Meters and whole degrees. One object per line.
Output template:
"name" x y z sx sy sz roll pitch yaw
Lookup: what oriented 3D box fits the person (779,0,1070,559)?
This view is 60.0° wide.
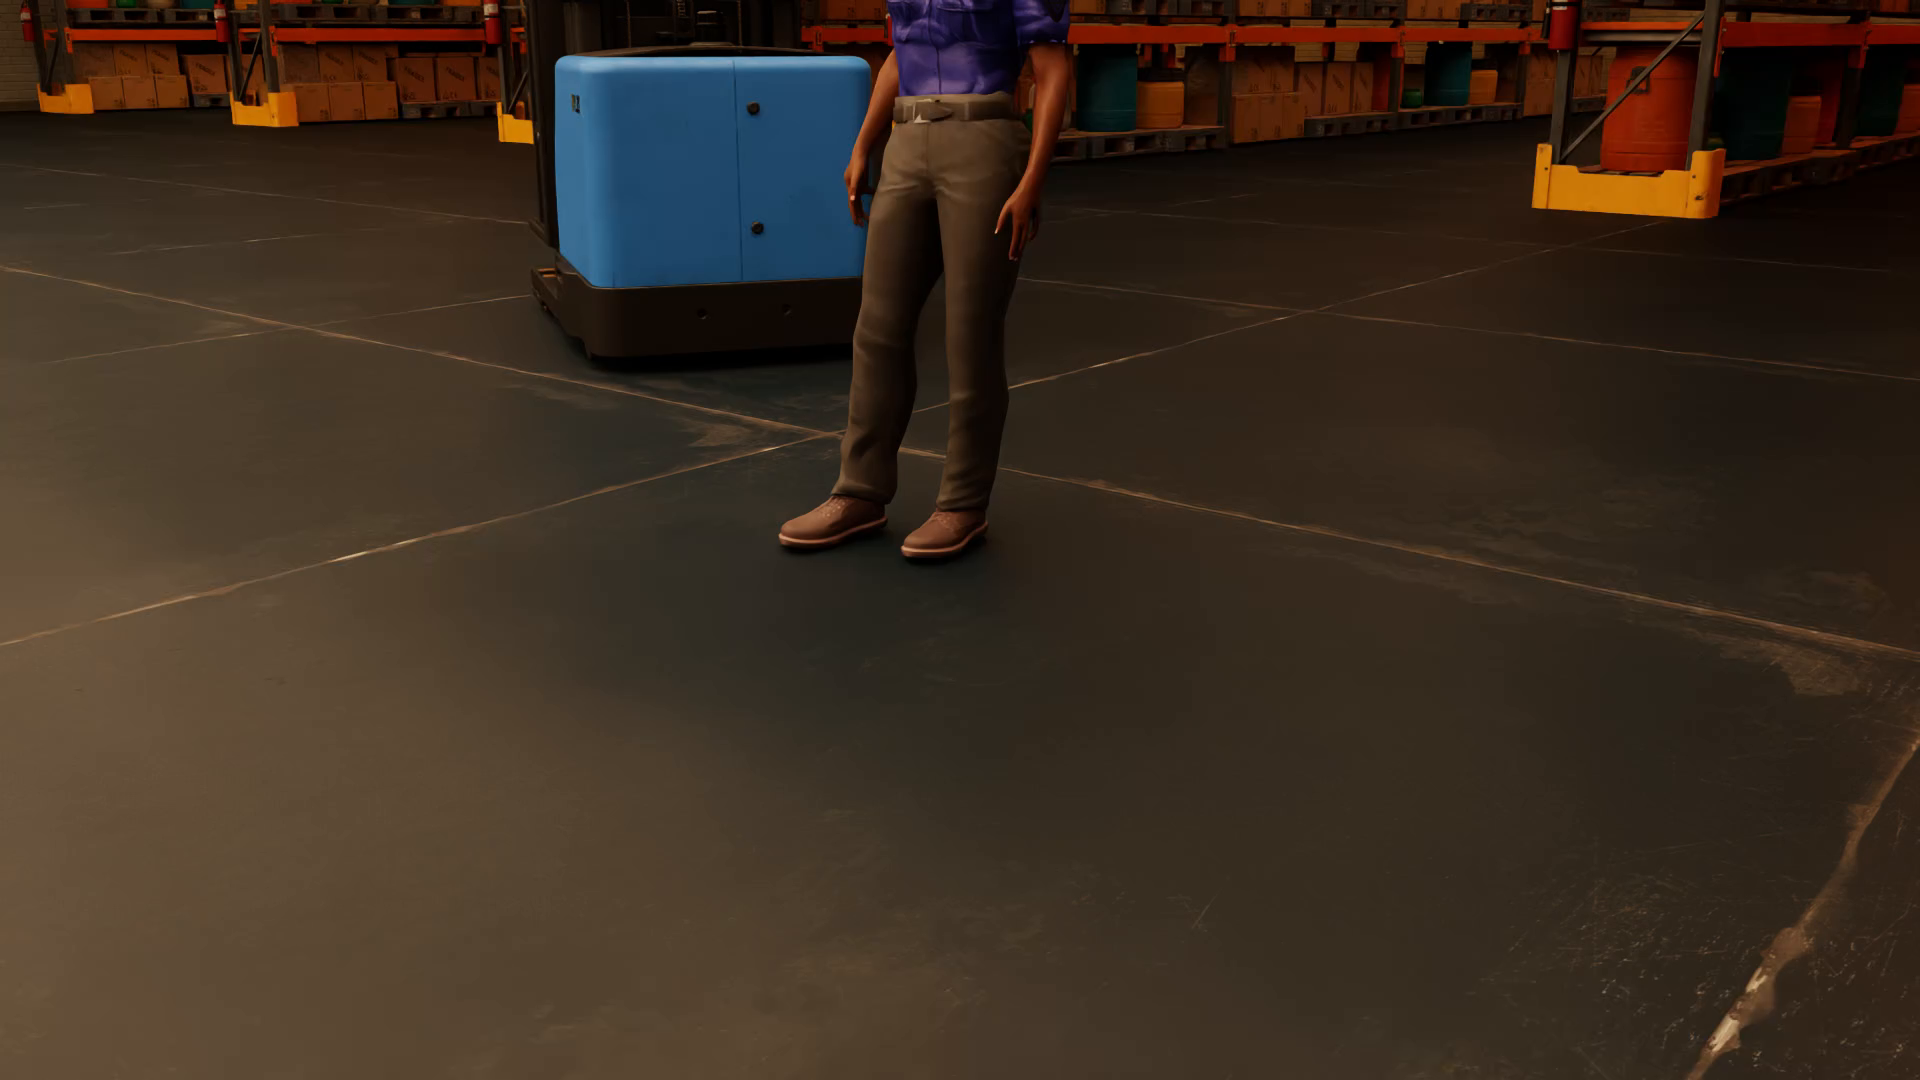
"person" -0.071 -0.782 3.647 0.569 1.654 0.504 13 21 37

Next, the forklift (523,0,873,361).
"forklift" -1.268 -2.425 6.883 1.130 2.935 3.031 -6 18 -19
